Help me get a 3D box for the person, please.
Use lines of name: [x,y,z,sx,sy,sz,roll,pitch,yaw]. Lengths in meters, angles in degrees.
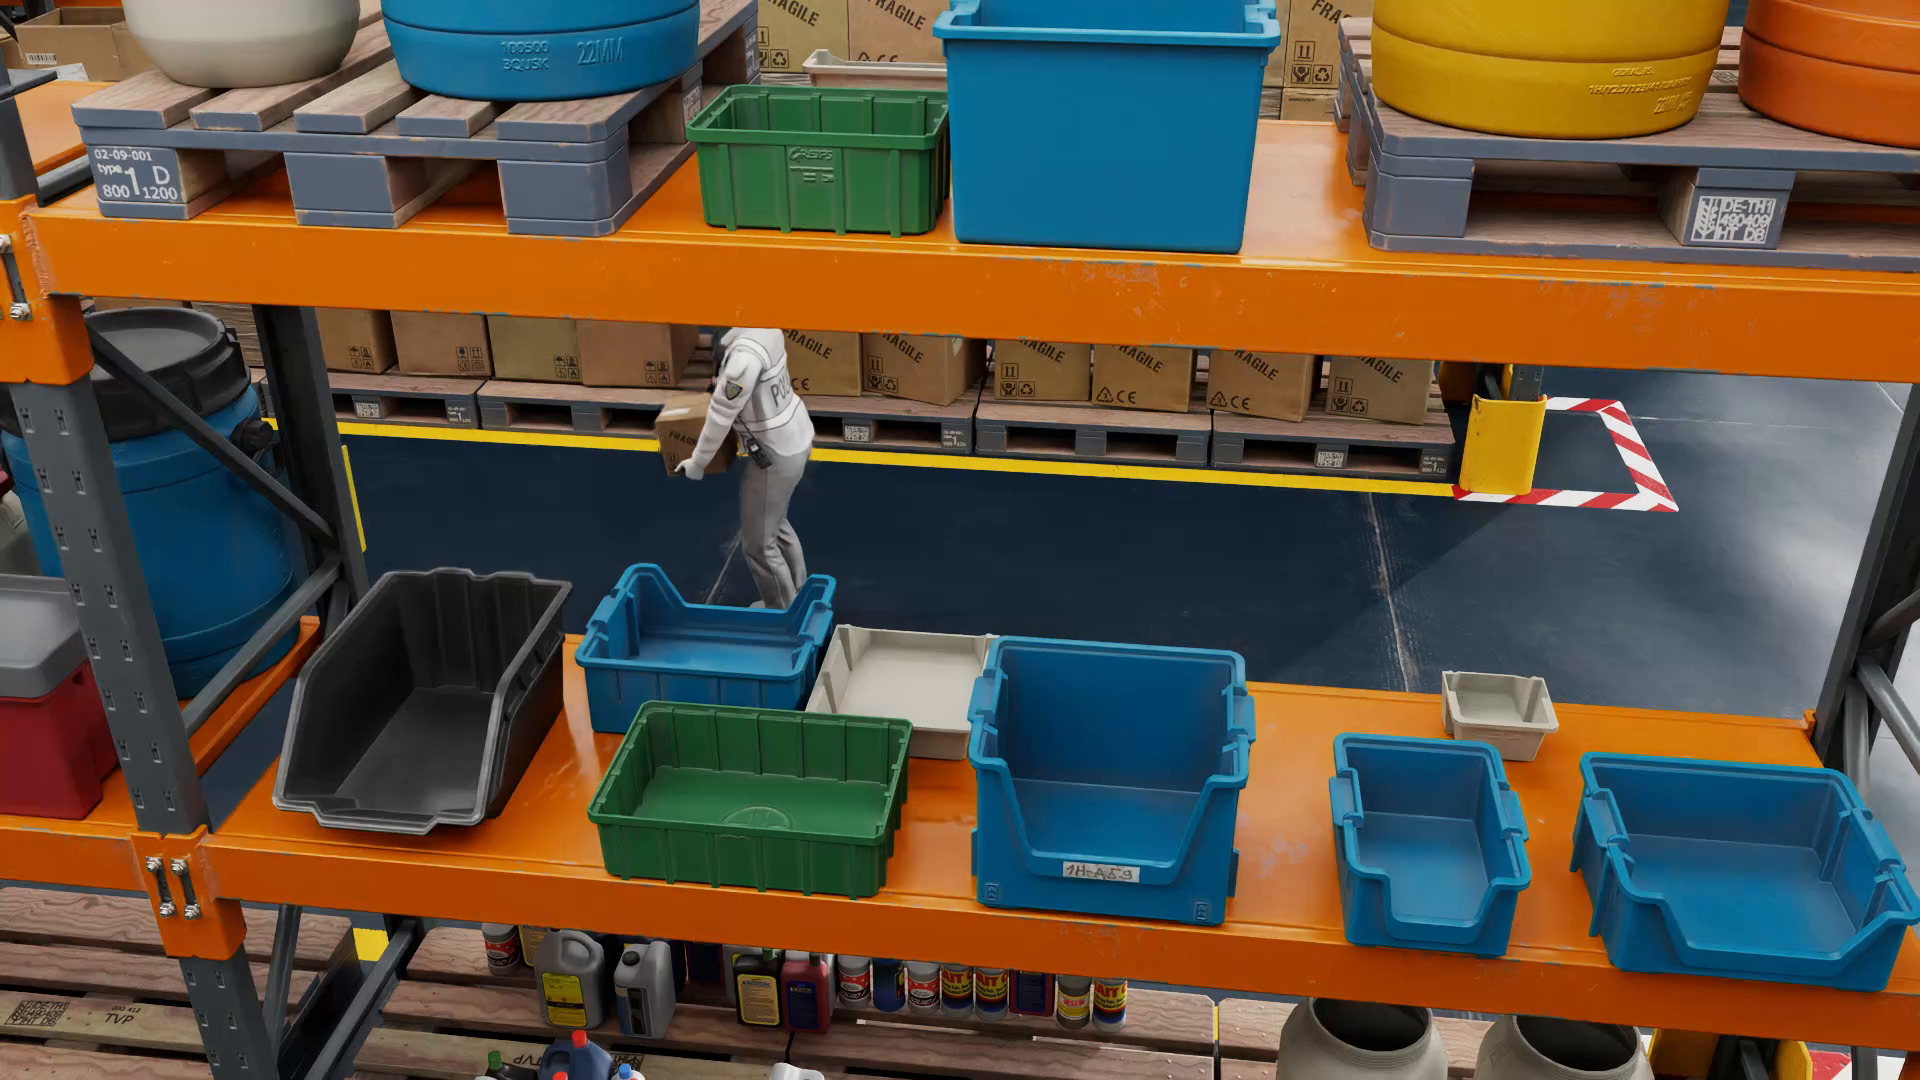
person: [-0.866,-0.340,6.758,0.542,1.664,0.416,3,29,5]
